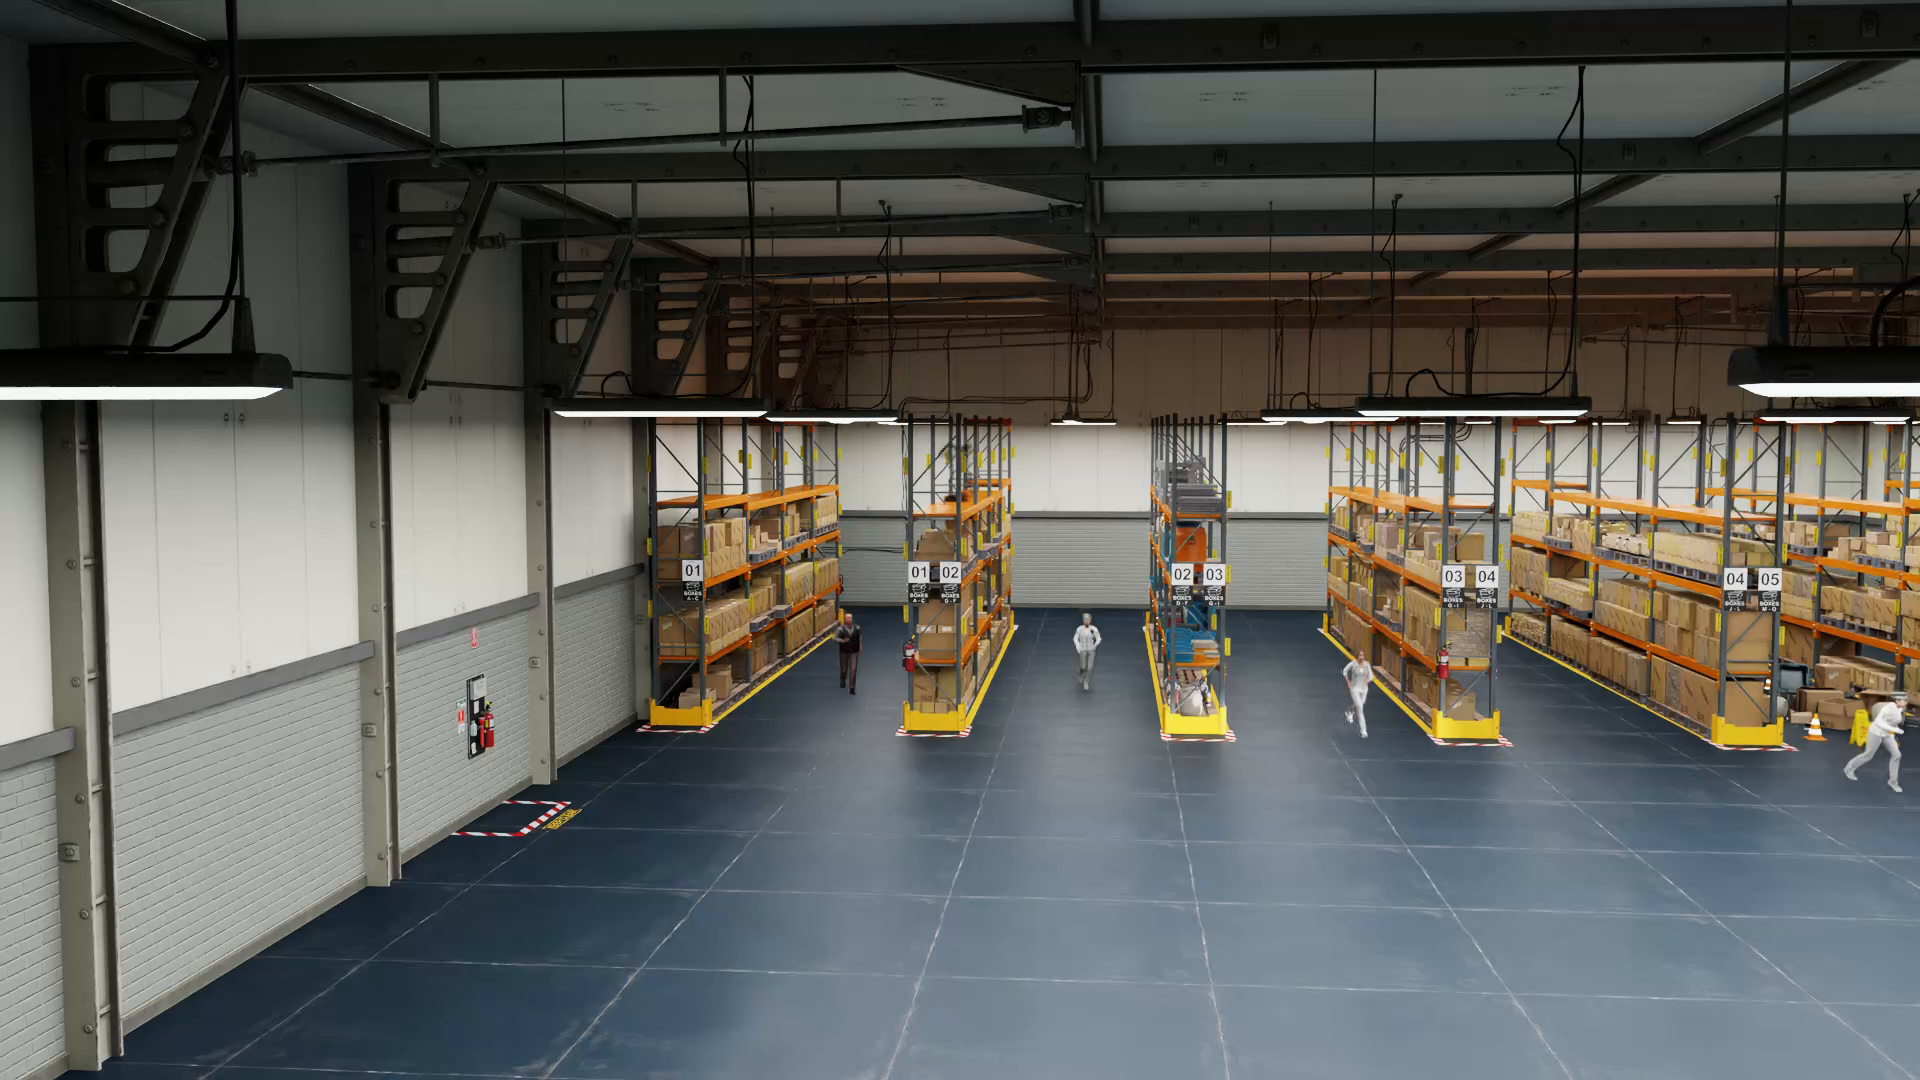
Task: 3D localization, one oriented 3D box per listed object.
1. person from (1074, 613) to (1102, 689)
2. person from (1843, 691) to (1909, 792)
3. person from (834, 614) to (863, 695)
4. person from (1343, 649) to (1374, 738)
[{"bbox_3d":[2.811,2.439,36.600,0.609,1.671,0.565,0,4,4],"label":"person"},{"bbox_3d":[14.625,3.172,26.538,0.658,1.625,0.964,-3,5,-36],"label":"person"},{"bbox_3d":[-2.401,2.435,35.862,0.674,1.709,0.907,-1,4,-13],"label":"person"},{"bbox_3d":[7.467,2.842,31.171,0.495,1.616,1.016,-1,4,-15],"label":"person"}]
